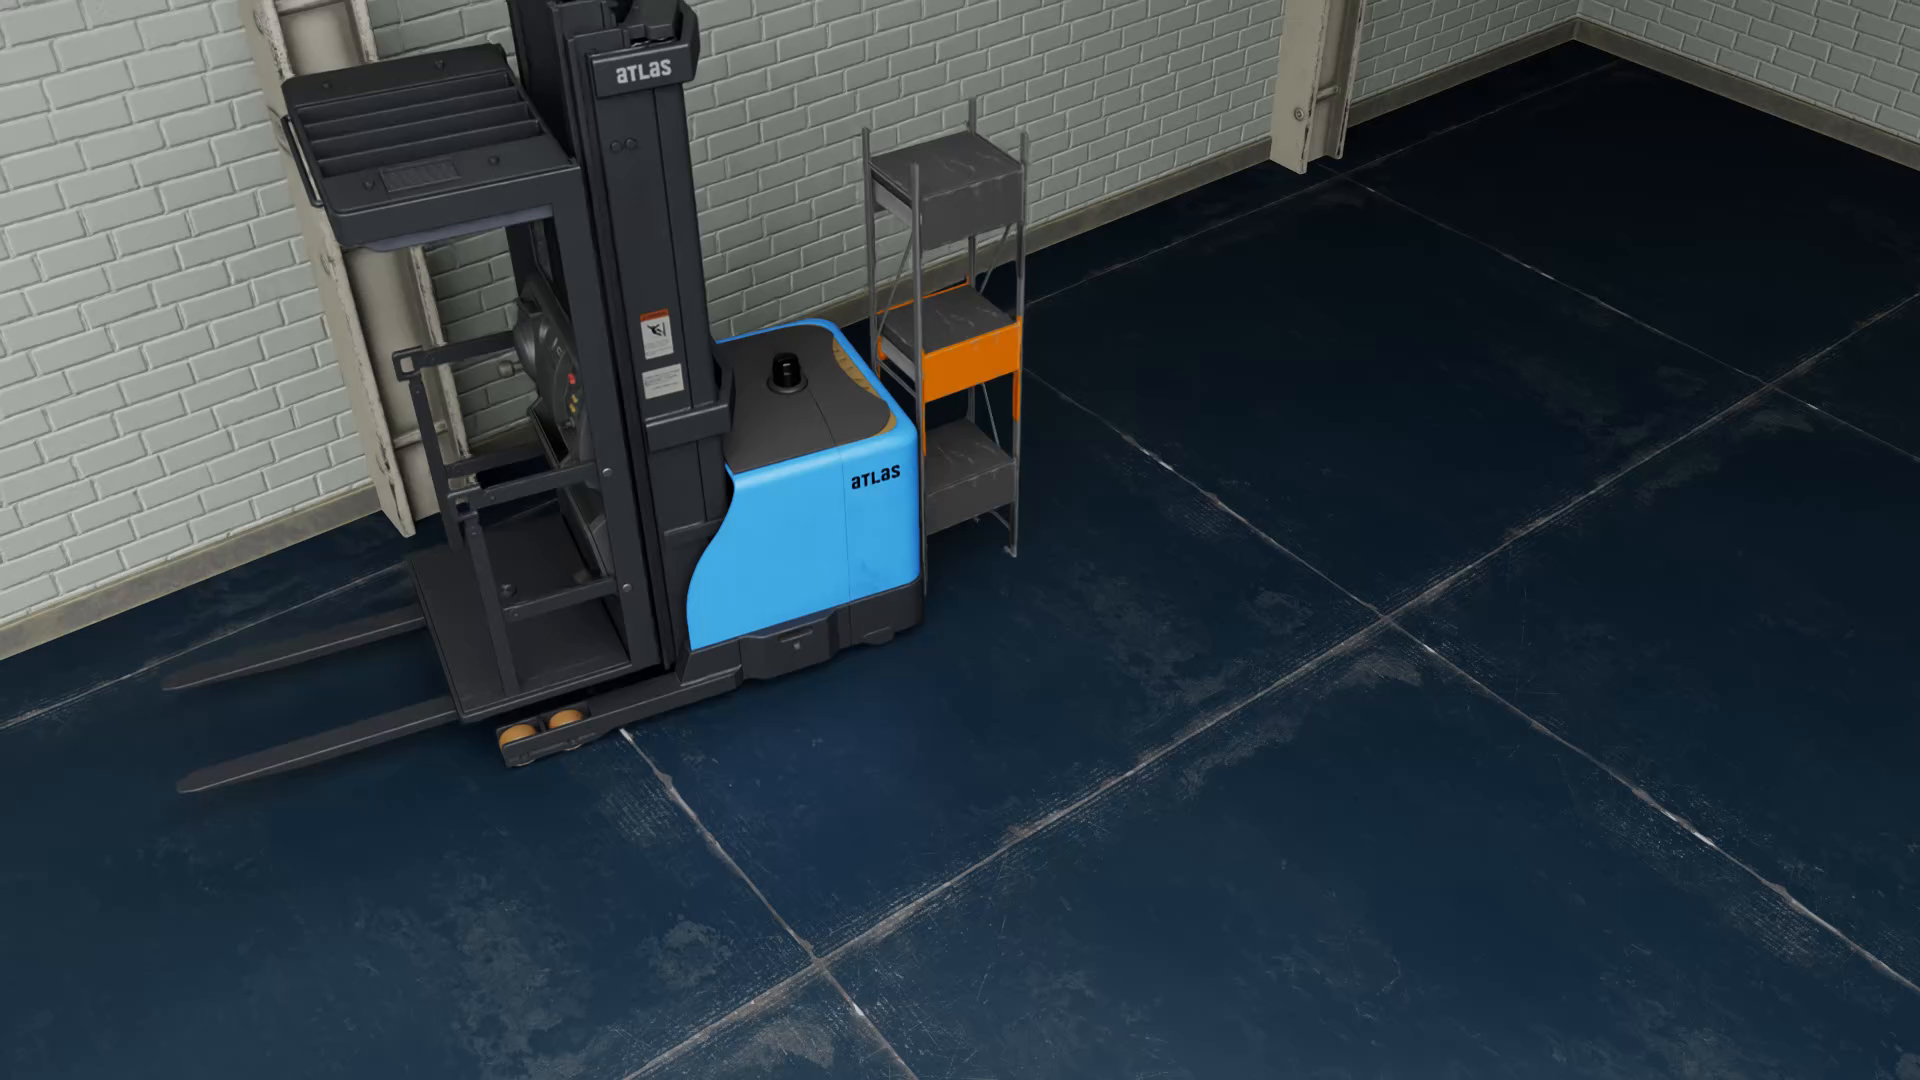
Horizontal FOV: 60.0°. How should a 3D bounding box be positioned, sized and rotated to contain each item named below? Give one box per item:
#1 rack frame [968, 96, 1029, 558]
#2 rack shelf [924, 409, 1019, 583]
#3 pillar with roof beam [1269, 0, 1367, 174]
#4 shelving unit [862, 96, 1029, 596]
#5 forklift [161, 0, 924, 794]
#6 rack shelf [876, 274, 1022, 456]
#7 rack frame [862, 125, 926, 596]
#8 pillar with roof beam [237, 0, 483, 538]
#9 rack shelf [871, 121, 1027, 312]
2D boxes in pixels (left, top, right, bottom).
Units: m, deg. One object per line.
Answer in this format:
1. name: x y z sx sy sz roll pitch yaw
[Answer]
1. rack frame: 0.148 -0.836 7.113 0.015 2.100 0.400 -22 44 -24
2. rack shelf: -0.058 -0.201 7.465 0.480 0.518 0.431 -22 44 -24
3. pillar with roof beam: 4.855 -3.796 5.282 0.400 9.000 9.100 -26 46 -28
4. shelving unit: -0.058 -0.753 7.012 0.503 2.100 0.431 -22 44 -24
5. forklift: -1.712 -0.615 6.189 3.031 2.935 1.130 -17 42 -19
6. rack shelf: -0.058 -0.742 7.021 0.480 0.518 0.431 -22 44 -24
7. rack frame: -0.264 -0.670 6.911 0.015 2.100 0.400 -22 44 -24
8. pillar with roof beam: 0.097 -1.477 2.455 0.400 9.000 9.100 -26 46 -28
9. rack shelf: -0.058 -1.284 6.577 0.480 0.518 0.431 -22 44 -24
